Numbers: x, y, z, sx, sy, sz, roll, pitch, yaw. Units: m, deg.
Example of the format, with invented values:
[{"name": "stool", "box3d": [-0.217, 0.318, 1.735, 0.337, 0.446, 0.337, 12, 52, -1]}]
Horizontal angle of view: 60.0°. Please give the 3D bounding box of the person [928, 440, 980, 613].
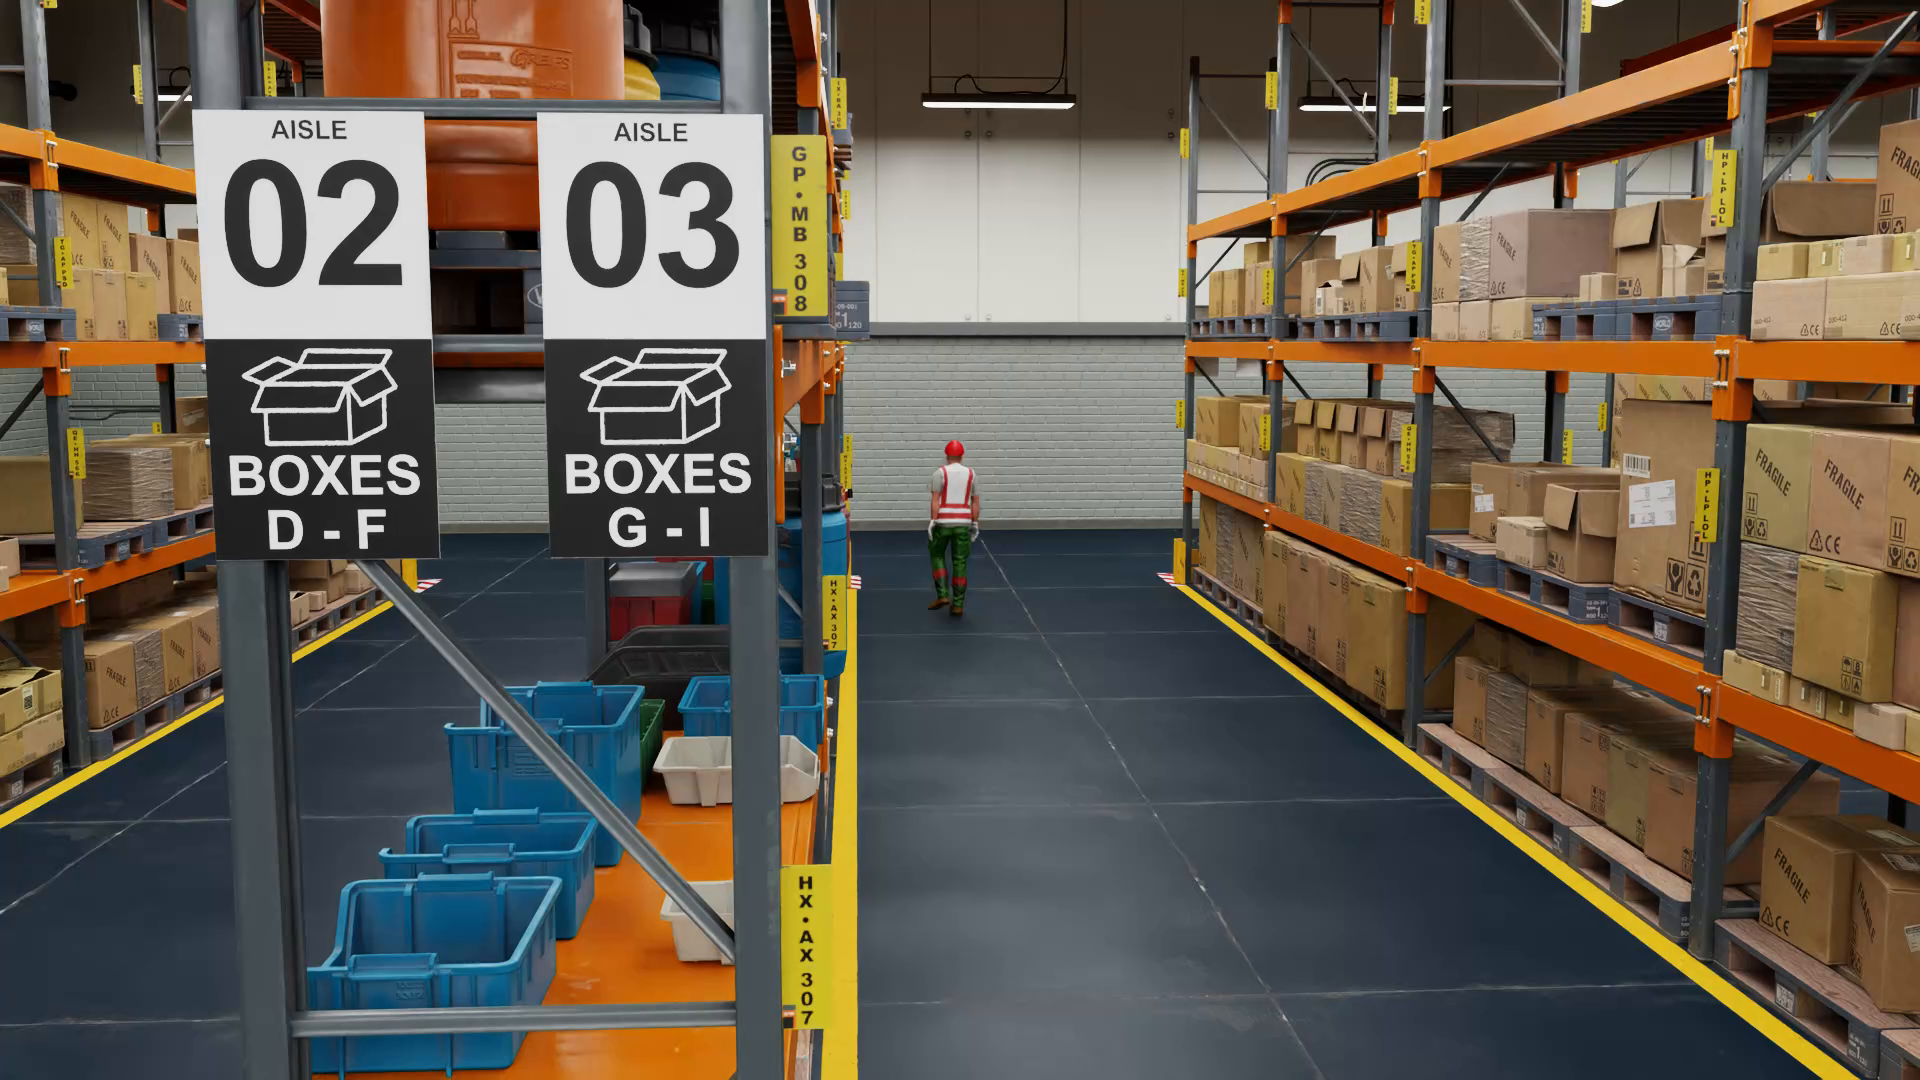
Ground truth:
[{"name": "person", "box3d": [-0.069, -0.139, 17.224, 0.579, 1.784, 0.534, -1, 7, -12]}]
